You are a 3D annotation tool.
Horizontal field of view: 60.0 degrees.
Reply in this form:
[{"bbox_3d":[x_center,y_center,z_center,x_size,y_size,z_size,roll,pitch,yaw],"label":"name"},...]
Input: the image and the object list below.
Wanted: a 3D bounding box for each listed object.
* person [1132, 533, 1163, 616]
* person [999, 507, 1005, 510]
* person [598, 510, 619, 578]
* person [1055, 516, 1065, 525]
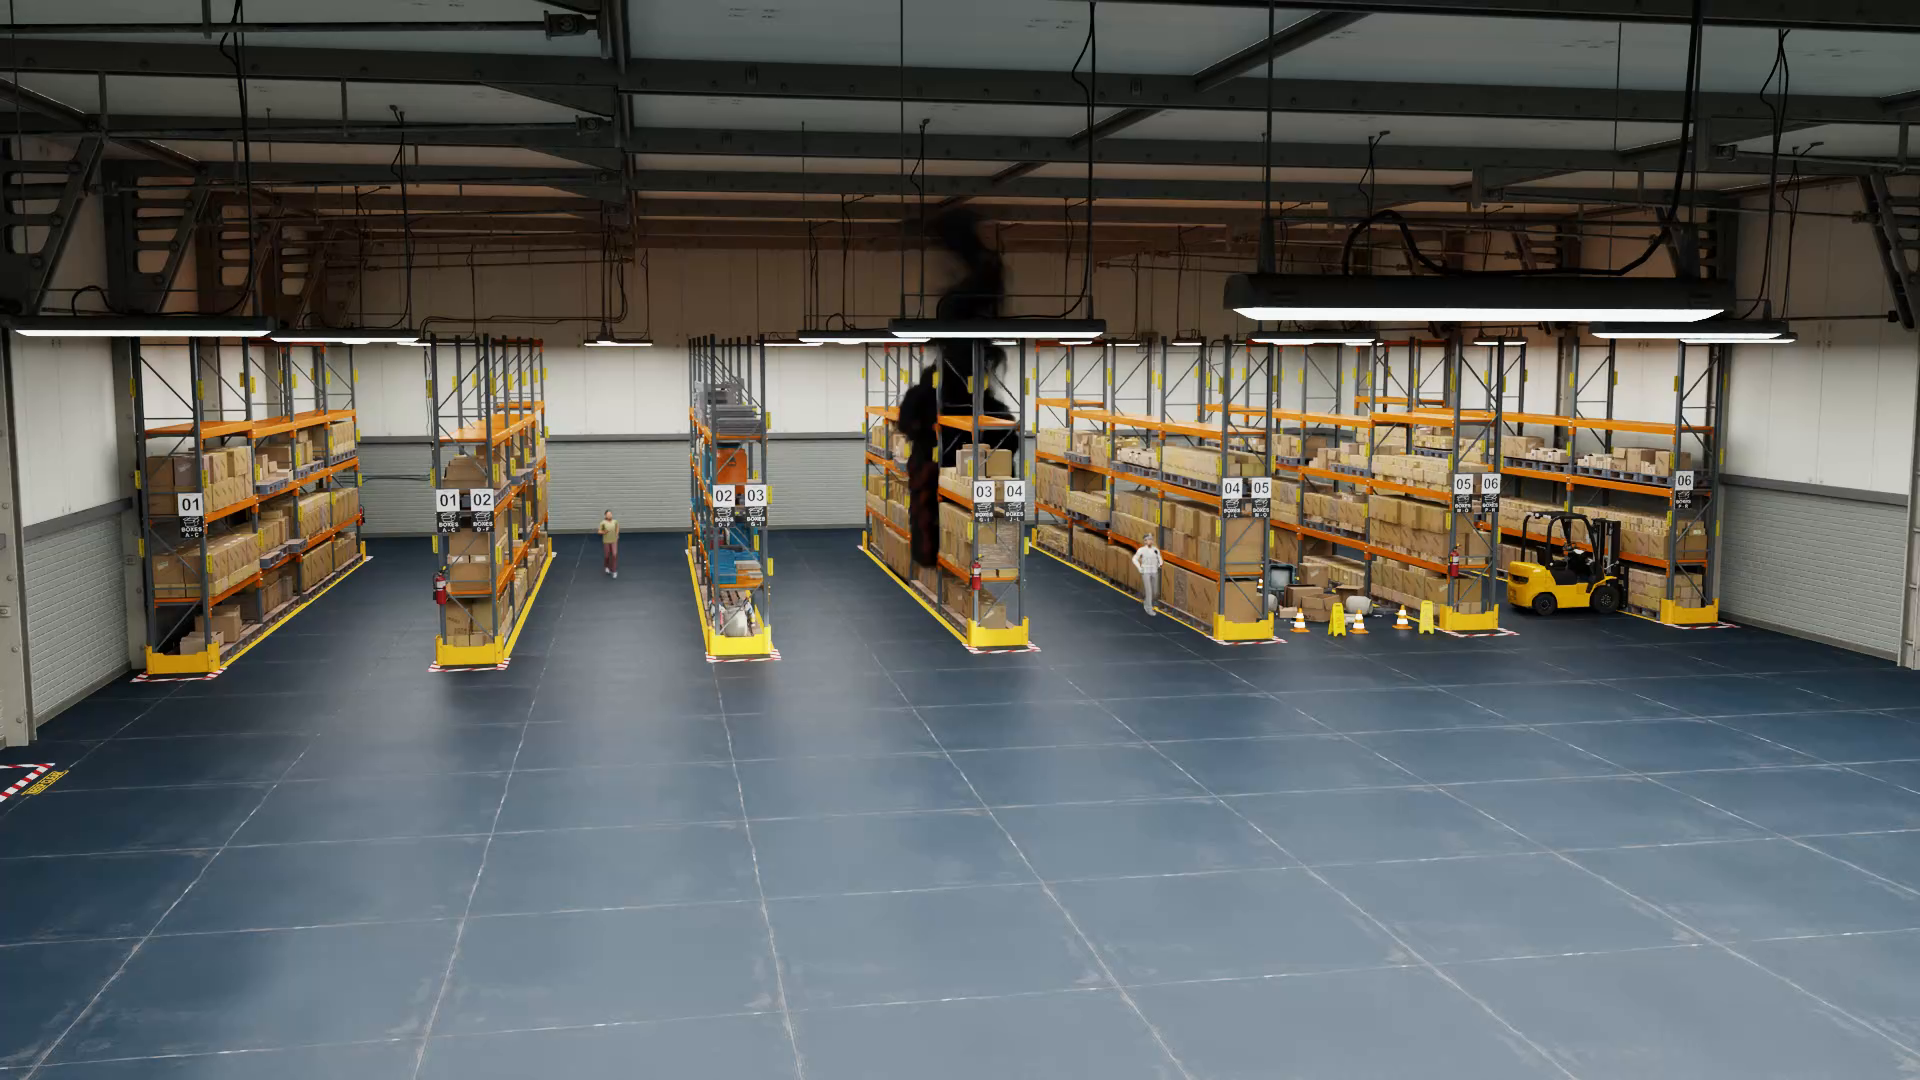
[{"bbox_3d":[3.887,0.686,34.191,0.626,1.674,0.699,-2,7,-16],"label":"person"},{"bbox_3d":[1.025,-0.522,47.774,0.736,1.562,0.628,1,7,7],"label":"person"},{"bbox_3d":[-8.829,0.073,41.897,0.574,1.674,0.950,-3,7,-23],"label":"person"},{"bbox_3d":[3.051,-0.795,50.068,0.540,1.640,0.751,3,7,28],"label":"person"}]
